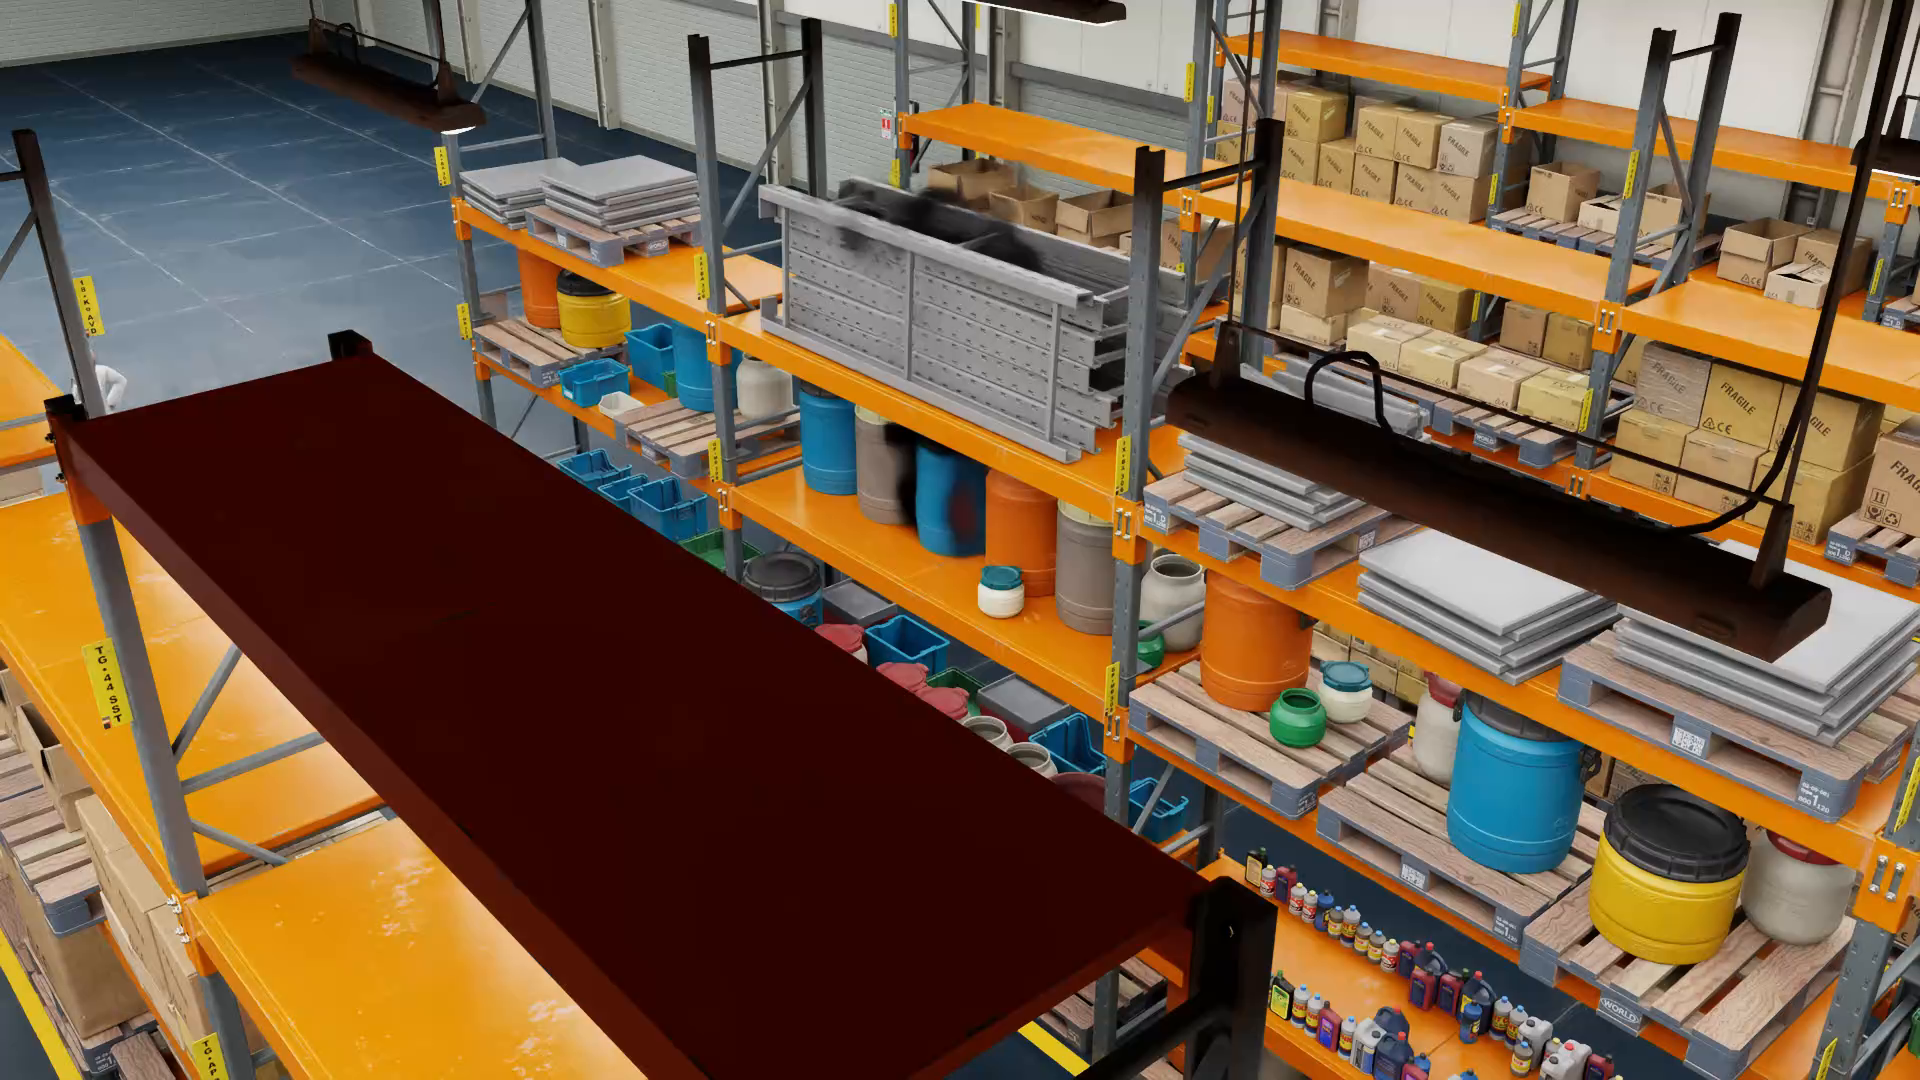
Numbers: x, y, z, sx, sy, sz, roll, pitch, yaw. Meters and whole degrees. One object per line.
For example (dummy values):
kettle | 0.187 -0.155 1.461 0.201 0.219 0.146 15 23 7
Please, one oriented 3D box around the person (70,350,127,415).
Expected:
person | -9.246 -1.198 17.943 0.920 1.831 0.677 -7 28 -14
